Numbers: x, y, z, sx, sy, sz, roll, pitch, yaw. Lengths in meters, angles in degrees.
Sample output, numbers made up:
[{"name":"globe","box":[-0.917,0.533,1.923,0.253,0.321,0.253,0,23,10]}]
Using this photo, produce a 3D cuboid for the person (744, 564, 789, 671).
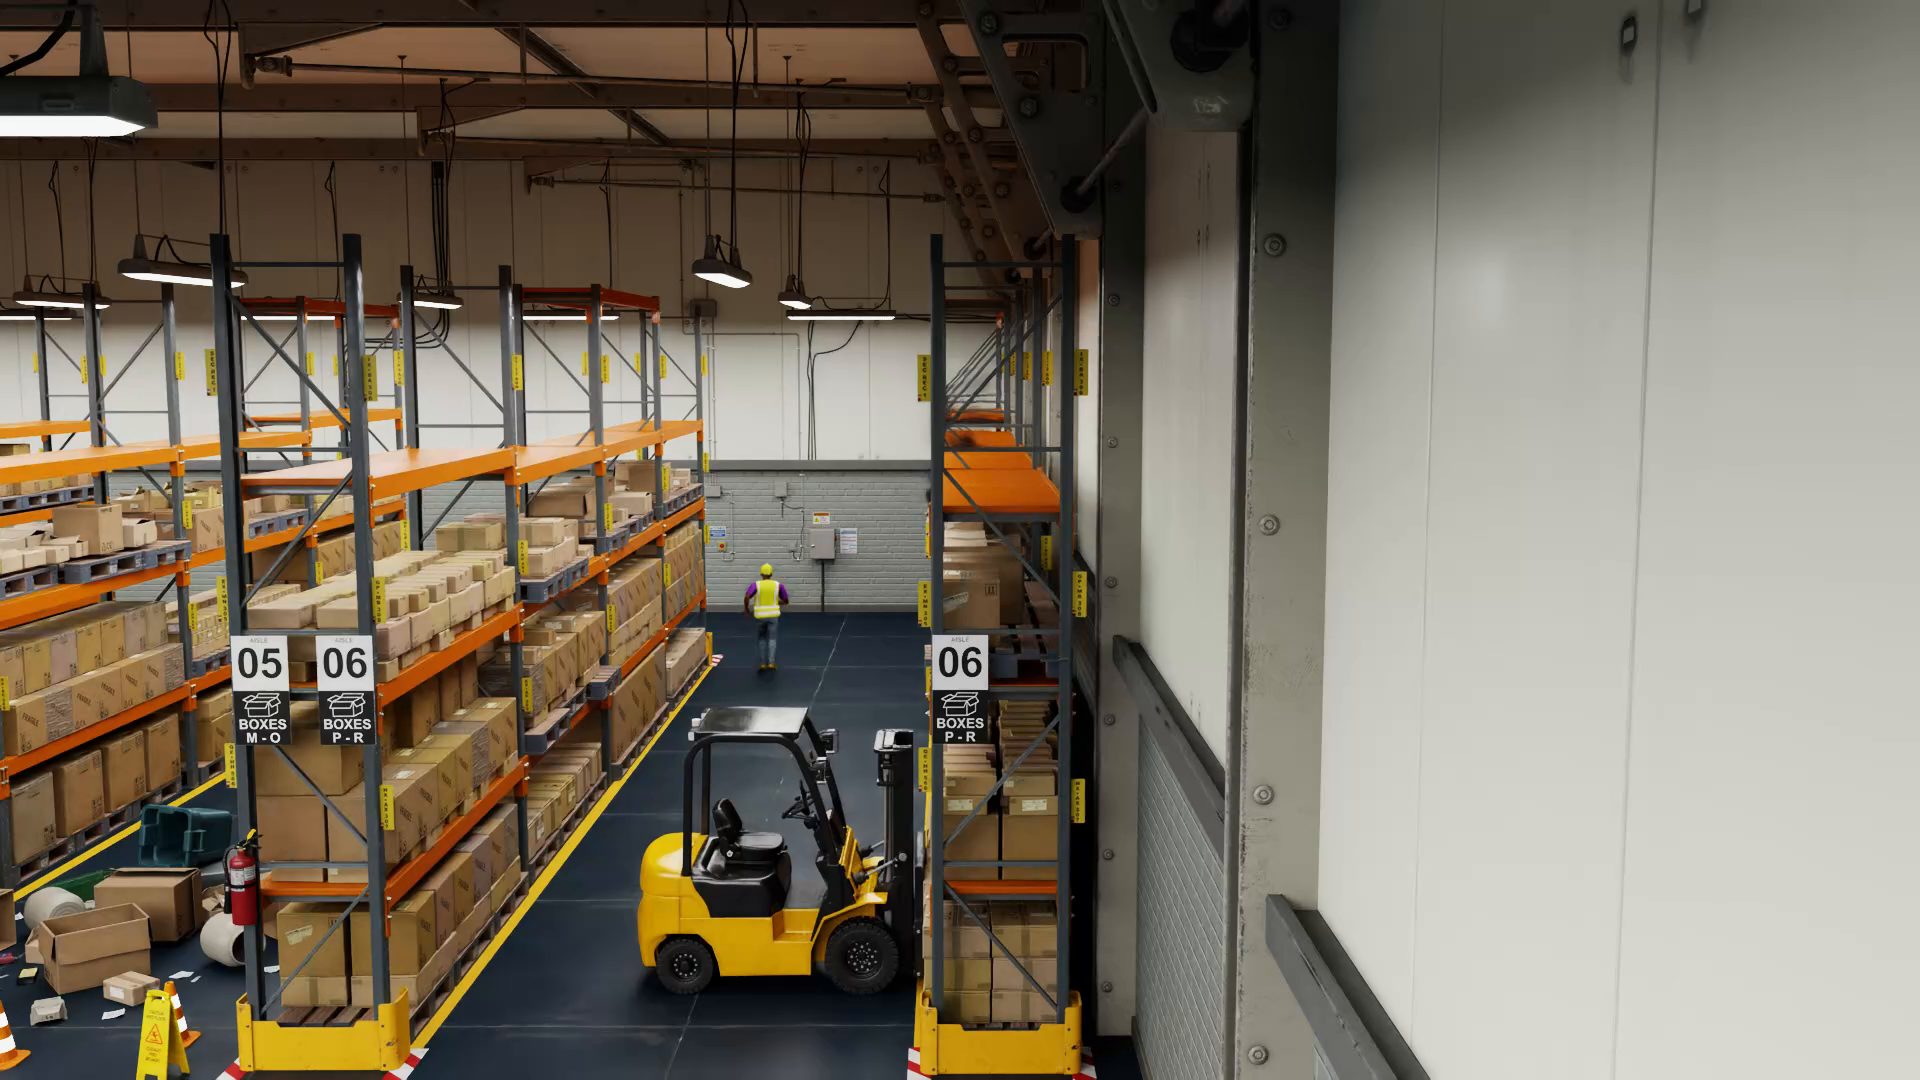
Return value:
[{"name":"person","box":[-3.149,1.298,27.094,0.724,1.819,0.821,-1,6,-5]}]
